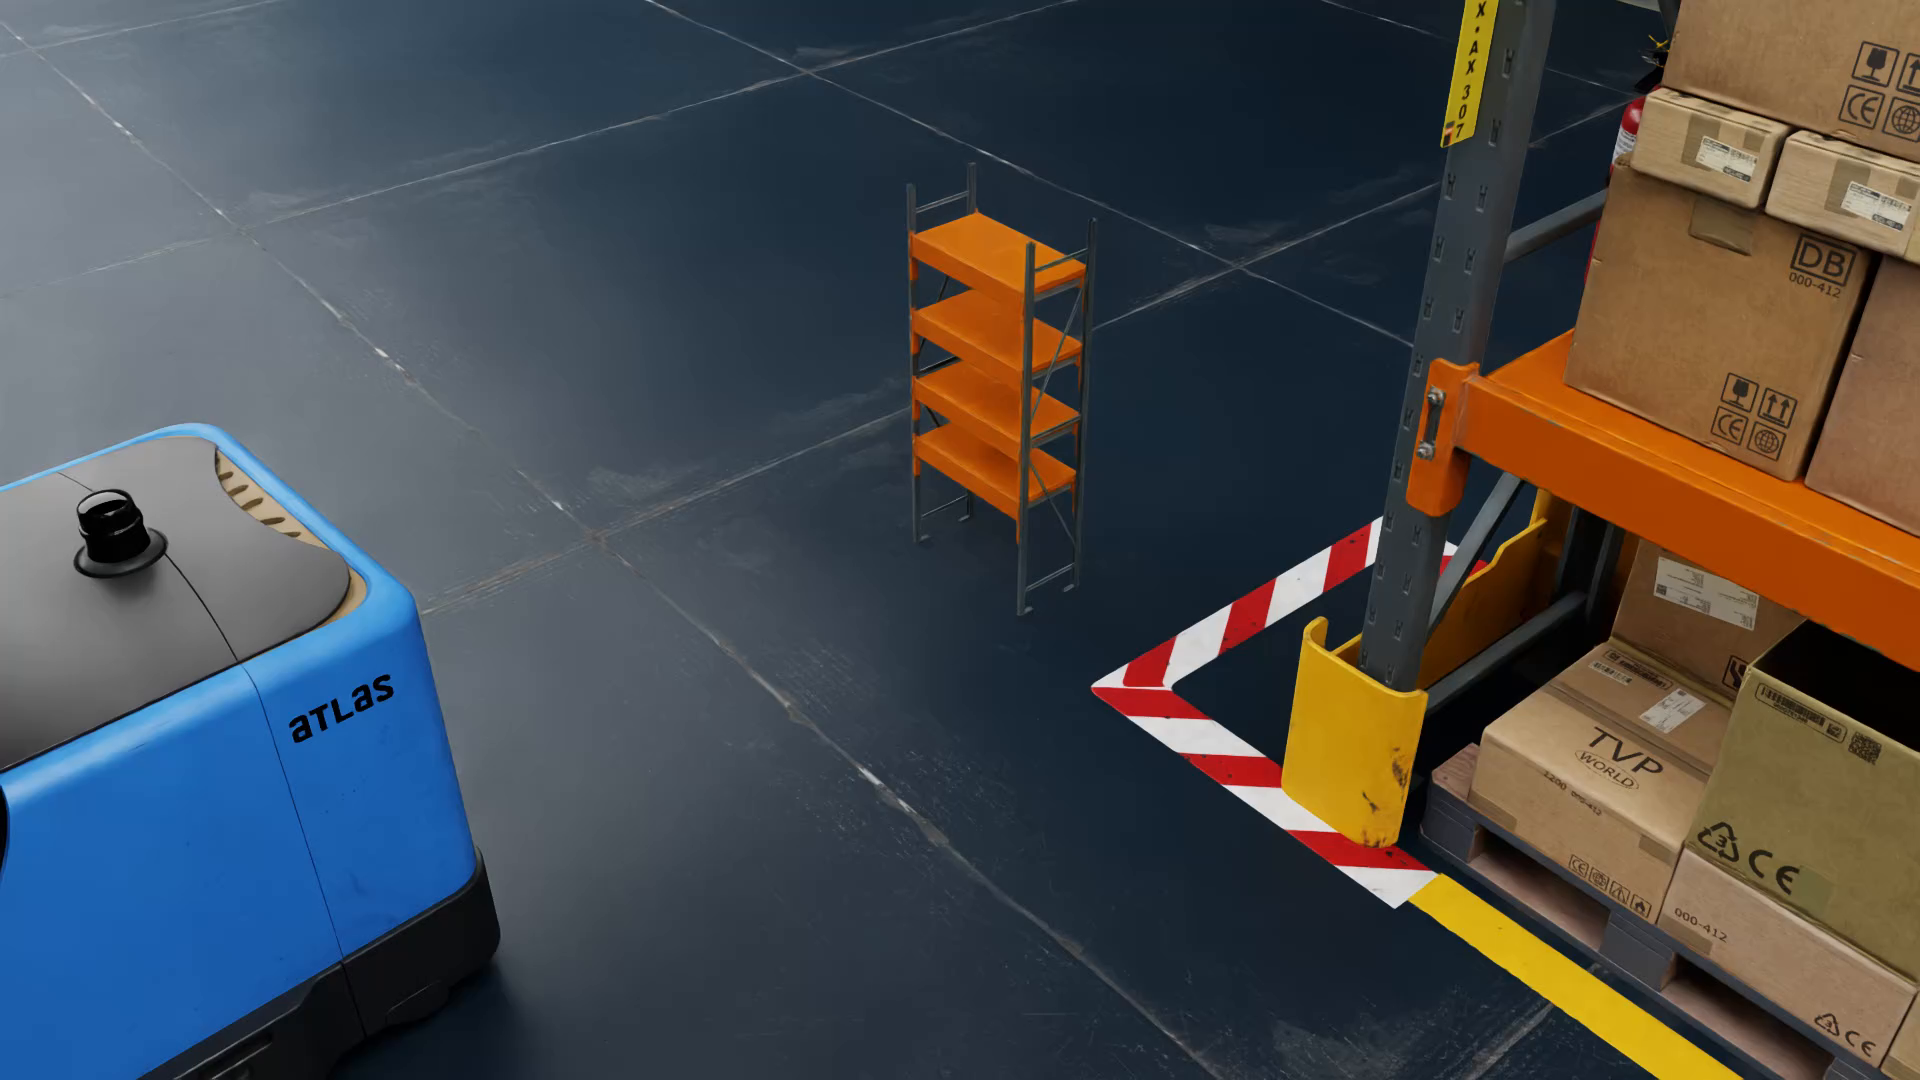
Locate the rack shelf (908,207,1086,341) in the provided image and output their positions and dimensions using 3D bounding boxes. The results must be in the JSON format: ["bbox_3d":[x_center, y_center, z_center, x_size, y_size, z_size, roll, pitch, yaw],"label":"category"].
[{"bbox_3d":[0.107,-0.737,4.573,0.258,0.148,0.480,-26,43,-32],"label":"rack shelf"}]

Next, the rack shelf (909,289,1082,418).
[{"bbox_3d":[0.107,-0.544,4.710,0.258,0.148,0.480,-26,43,-32],"label":"rack shelf"}]

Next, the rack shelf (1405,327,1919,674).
[{"bbox_3d":[2.675,0.458,2.631,1.077,0.370,4.000,-26,43,-32],"label":"rack shelf"}]

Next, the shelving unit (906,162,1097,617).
[{"bbox_3d":[0.107,-0.417,4.800,0.258,1.200,0.503,-26,43,-32],"label":"shelving unit"}]

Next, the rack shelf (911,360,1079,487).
[{"bbox_3d":[0.107,-0.362,4.839,0.258,0.148,0.480,-26,43,-32],"label":"rack shelf"}]

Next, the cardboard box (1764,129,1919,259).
[{"bbox_3d":[1.646,-0.655,2.932,0.380,0.149,0.250,-27,43,-33],"label":"cardboard box"}]

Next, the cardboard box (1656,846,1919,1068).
[{"bbox_3d":[1.886,0.771,3.582,0.500,0.250,0.500,-26,43,-32],"label":"cardboard box"}]

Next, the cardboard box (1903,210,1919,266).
[{"bbox_3d":[1.806,-0.545,2.776,0.380,0.149,0.250,-26,43,-32],"label":"cardboard box"}]

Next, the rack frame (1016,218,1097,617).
[{"bbox_3d":[0.264,-0.309,4.648,0.240,1.200,0.015,-26,43,-32],"label":"rack frame"}]

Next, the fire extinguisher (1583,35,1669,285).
[{"bbox_3d":[1.663,-0.913,4.010,0.296,0.674,0.183,-26,43,-32],"label":"fire extinguisher"}]

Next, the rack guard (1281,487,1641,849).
[{"bbox_3d":[1.369,0.291,4.407,1.175,0.500,0.348,-26,43,-32],"label":"rack guard"}]

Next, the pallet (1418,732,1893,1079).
[{"bbox_3d":[1.910,0.741,4.021,1.003,0.211,1.213,-26,43,-32],"label":"pallet"}]

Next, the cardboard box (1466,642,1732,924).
[{"bbox_3d":[1.561,0.552,3.892,0.500,0.250,0.500,-26,43,-32],"label":"cardboard box"}]

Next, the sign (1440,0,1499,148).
[{"bbox_3d":[0.957,-0.900,3.108,0.100,0.325,0.005,-26,43,-32],"label":"sign"}]

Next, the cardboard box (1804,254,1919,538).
[{"bbox_3d":[2.019,-0.319,3.018,0.700,0.500,0.500,-25,42,-31],"label":"cardboard box"}]

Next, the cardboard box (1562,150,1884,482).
[{"bbox_3d":[1.676,-0.549,3.343,0.700,0.500,0.500,-26,43,-32],"label":"cardboard box"}]

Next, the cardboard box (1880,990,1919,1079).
[{"bbox_3d":[2.209,0.992,3.270,0.500,0.250,0.500,-26,43,-32],"label":"cardboard box"}]

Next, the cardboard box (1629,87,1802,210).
[{"bbox_3d":[1.474,-0.771,3.095,0.380,0.149,0.250,-26,43,-32],"label":"cardboard box"}]

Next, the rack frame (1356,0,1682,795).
[{"bbox_3d":[1.385,-0.719,3.670,1.000,3.000,0.127,-26,43,-32],"label":"rack frame"}]

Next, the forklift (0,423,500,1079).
[{"bbox_3d":[-2.468,0.179,2.461,3.031,2.935,1.130,-29,45,-35],"label":"forklift"}]

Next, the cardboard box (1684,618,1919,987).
[{"bbox_3d":[1.885,0.466,3.364,0.500,0.500,0.500,-26,43,-32],"label":"cardboard box"}]

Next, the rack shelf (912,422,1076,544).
[{"bbox_3d":[0.107,-0.200,4.954,0.258,0.148,0.480,-26,43,-32],"label":"rack shelf"}]

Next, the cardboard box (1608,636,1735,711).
[{"bbox_3d":[1.957,0.358,4.164,0.500,0.250,0.500,-26,43,-32],"label":"cardboard box"}]

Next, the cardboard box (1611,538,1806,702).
[{"bbox_3d":[1.958,0.052,3.949,0.500,0.500,0.500,-26,43,-32],"label":"cardboard box"}]

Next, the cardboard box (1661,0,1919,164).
[{"bbox_3d":[1.710,-1.055,2.935,0.700,0.500,0.500,-26,43,-32],"label":"cardboard box"}]

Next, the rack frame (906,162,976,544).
[{"bbox_3d":[-0.051,-0.524,4.952,0.240,1.200,0.015,-26,43,-32],"label":"rack frame"}]
